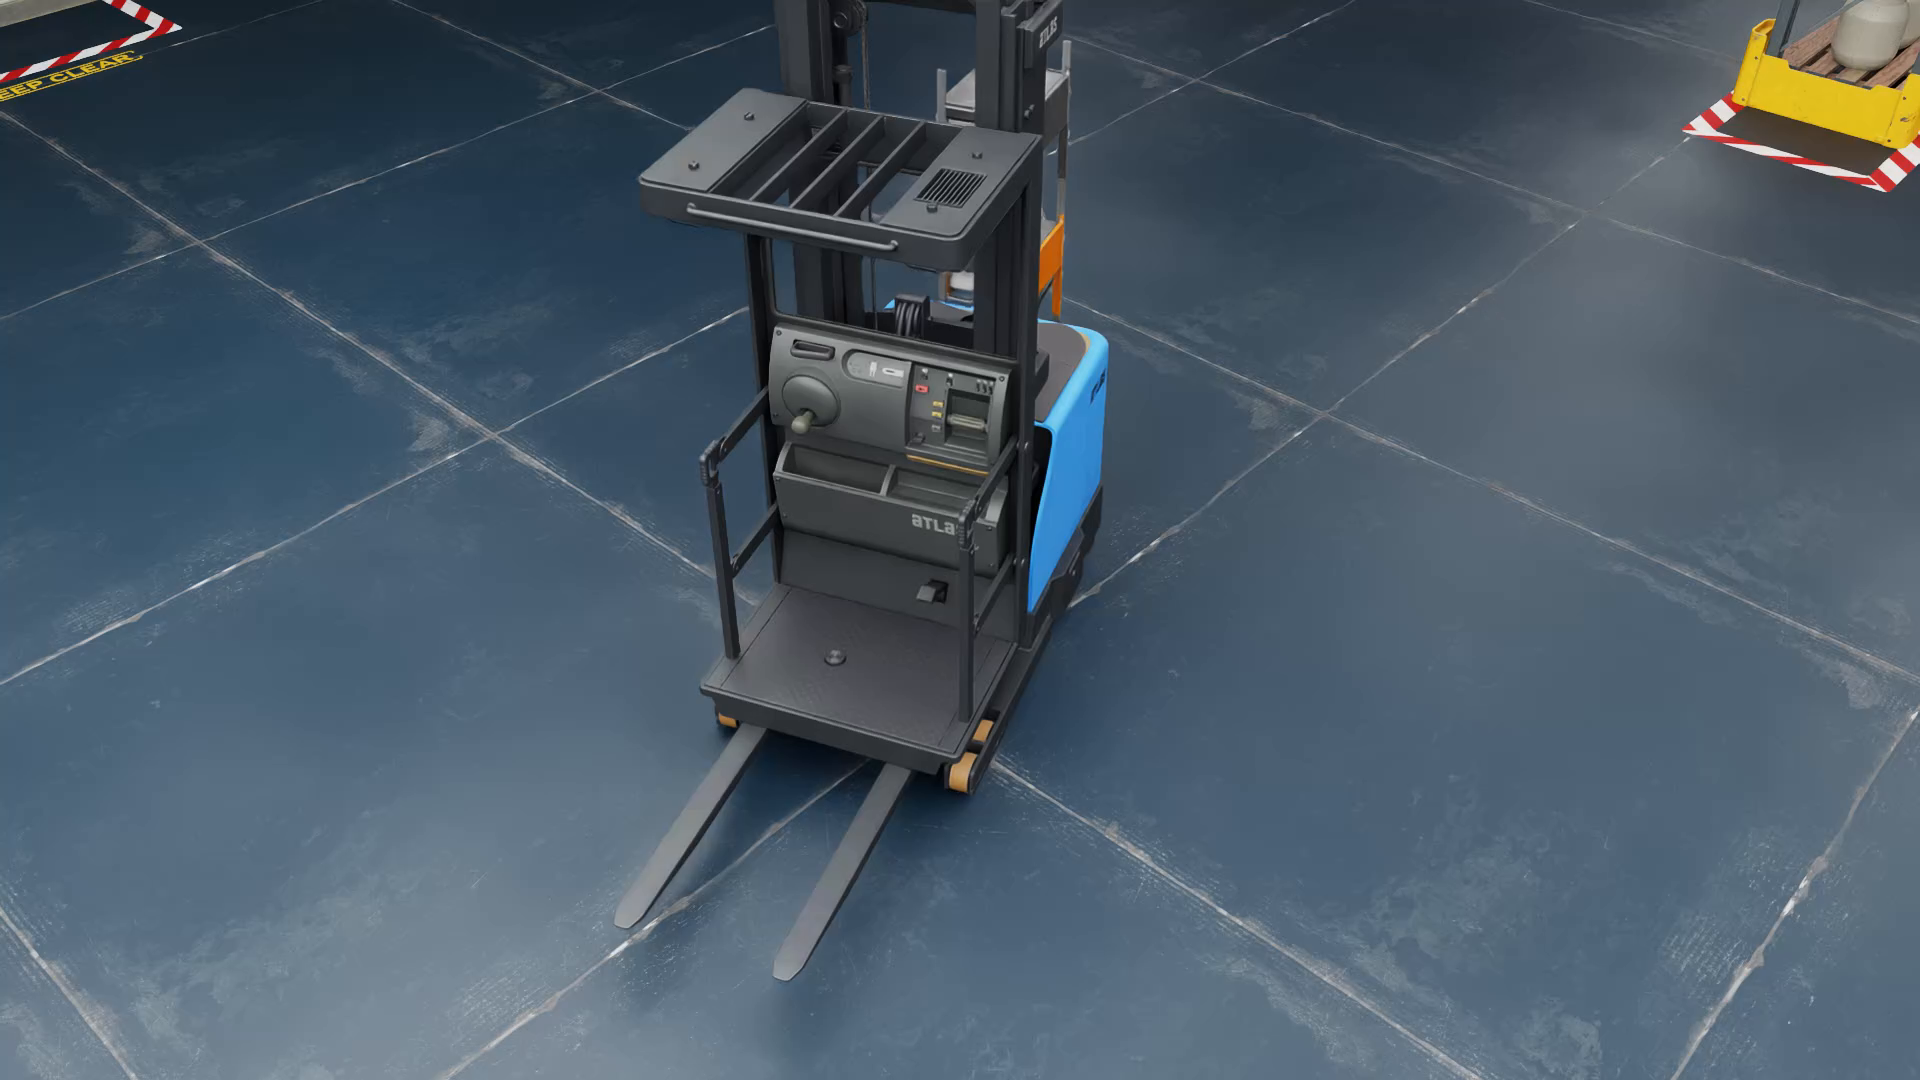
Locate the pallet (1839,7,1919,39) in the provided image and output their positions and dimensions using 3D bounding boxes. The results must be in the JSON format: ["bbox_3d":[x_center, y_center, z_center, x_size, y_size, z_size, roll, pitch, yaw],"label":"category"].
[{"bbox_3d":[7.281,-3.906,12.493,1.003,0.211,1.213,30,47,32],"label":"pallet"}]

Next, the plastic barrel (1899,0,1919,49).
[{"bbox_3d":[6.615,-3.770,11.742,0.421,0.512,0.421,0,38,0],"label":"plastic barrel"}]

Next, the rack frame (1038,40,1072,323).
[{"bbox_3d":[0.285,-1.330,7.735,0.400,2.100,0.015,15,41,18],"label":"rack frame"}]

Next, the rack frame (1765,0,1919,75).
[{"bbox_3d":[5.889,-4.014,10.388,1.000,3.000,0.127,30,47,32],"label":"rack frame"}]

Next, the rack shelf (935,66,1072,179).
[{"bbox_3d":[0.189,-1.727,7.132,0.431,0.518,0.480,15,41,18],"label":"rack shelf"}]

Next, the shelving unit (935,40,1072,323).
[{"bbox_3d":[0.189,-1.190,7.560,0.431,2.100,0.503,15,41,18],"label":"shelving unit"}]

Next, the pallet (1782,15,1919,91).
[{"bbox_3d":[6.458,-3.349,11.791,1.003,0.211,1.213,30,47,32],"label":"pallet"}]

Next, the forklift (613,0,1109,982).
[{"bbox_3d":[-0.345,-0.454,5.967,1.130,2.935,3.031,13,40,16],"label":"forklift"}]

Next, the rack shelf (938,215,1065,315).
[{"bbox_3d":[0.189,-1.179,7.568,0.431,0.518,0.480,15,41,18],"label":"rack shelf"}]

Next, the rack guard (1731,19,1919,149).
[{"bbox_3d":[5.906,-3.091,11.235,1.175,0.500,0.348,30,47,32],"label":"rack guard"}]

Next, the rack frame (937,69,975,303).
[{"bbox_3d":[0.092,-1.051,7.384,0.400,2.100,0.015,15,41,18],"label":"rack frame"}]

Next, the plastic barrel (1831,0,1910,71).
[{"bbox_3d":[6.277,-3.539,11.452,0.421,0.512,0.421,0,38,0],"label":"plastic barrel"}]
